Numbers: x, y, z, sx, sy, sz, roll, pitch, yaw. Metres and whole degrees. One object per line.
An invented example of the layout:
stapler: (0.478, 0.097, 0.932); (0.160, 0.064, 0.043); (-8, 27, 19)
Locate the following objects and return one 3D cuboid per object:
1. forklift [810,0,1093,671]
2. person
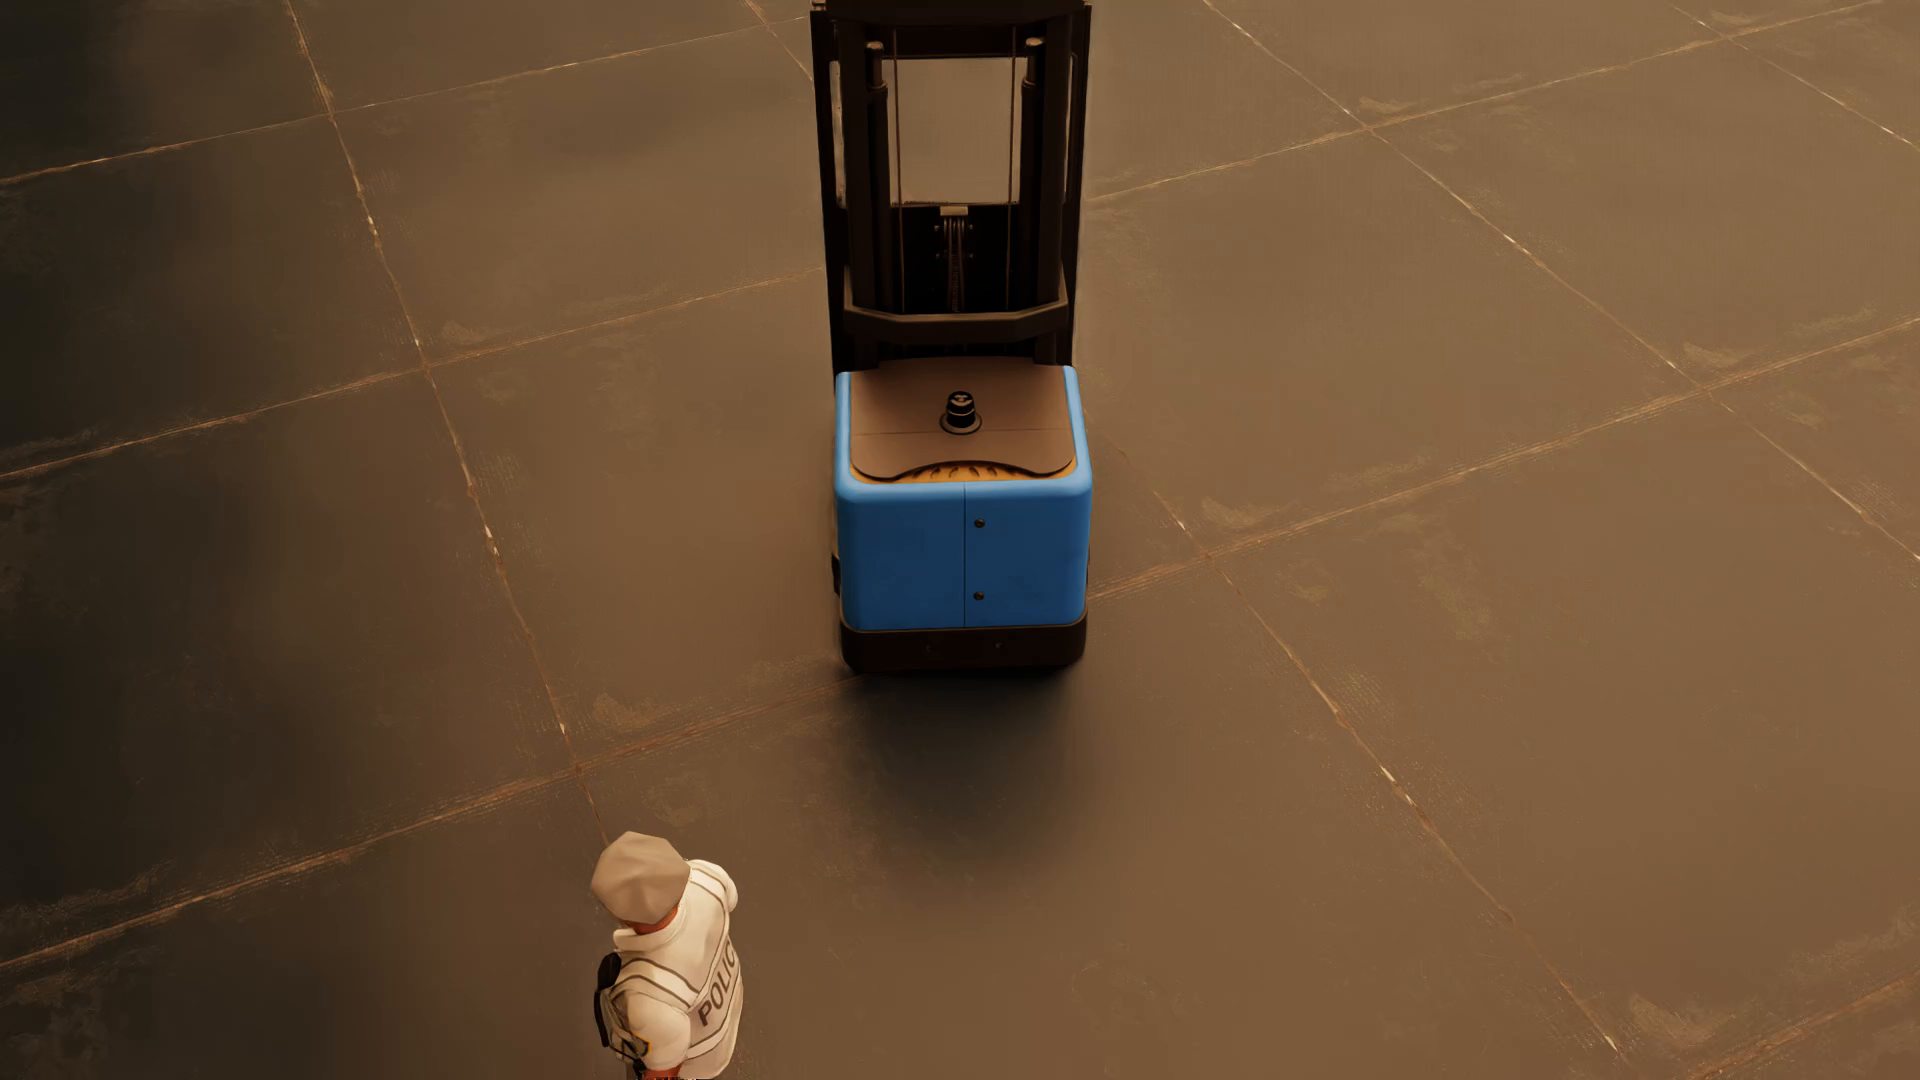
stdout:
forklift: (-0.049, -1.501, 7.288); (1.130, 2.935, 3.031); (-2, 43, -2)
person: (-0.935, 1.435, 4.993); (0.556, 1.770, 0.693); (4, 43, 5)
